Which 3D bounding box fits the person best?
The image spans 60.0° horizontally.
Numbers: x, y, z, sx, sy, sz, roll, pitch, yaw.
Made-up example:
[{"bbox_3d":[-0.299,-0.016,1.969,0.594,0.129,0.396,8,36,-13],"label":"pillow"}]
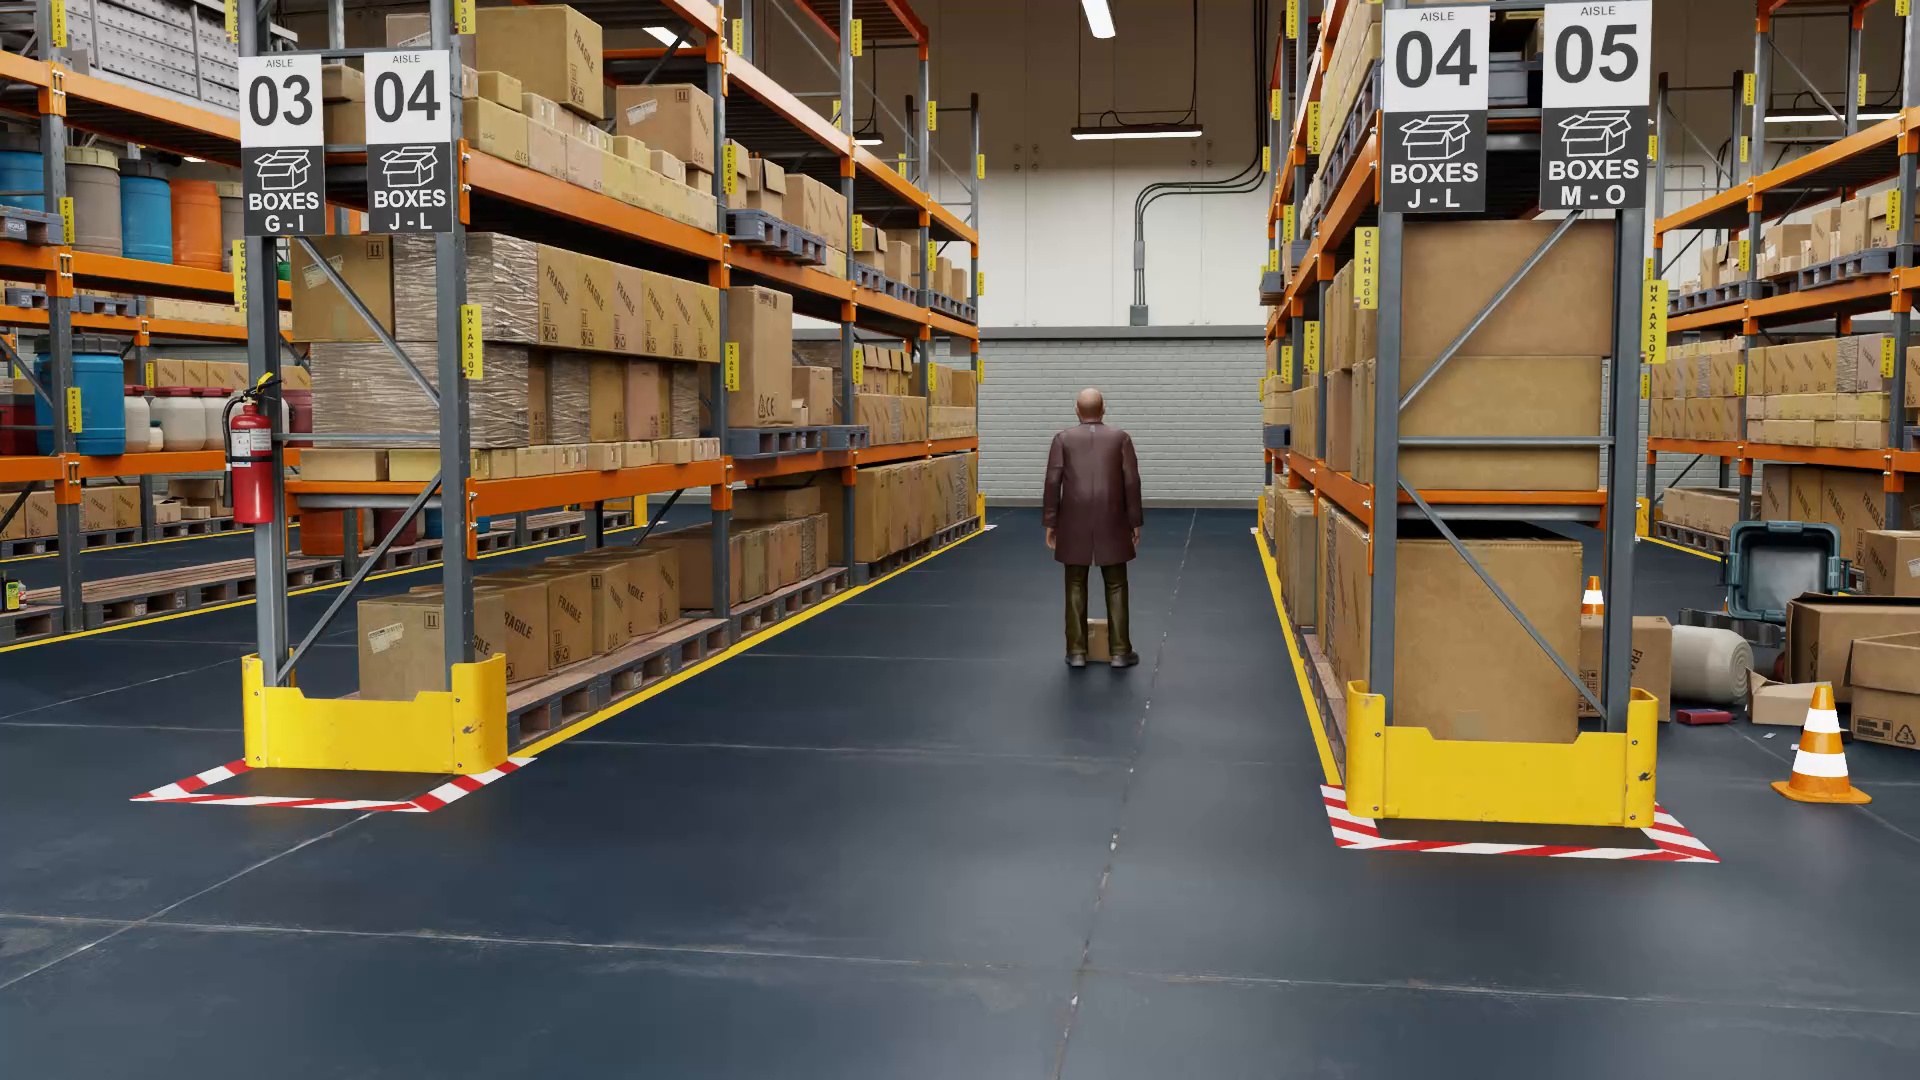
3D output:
[{"bbox_3d":[0.849,-0.082,10.664,0.654,1.774,0.421,0,4,6],"label":"person"}]
